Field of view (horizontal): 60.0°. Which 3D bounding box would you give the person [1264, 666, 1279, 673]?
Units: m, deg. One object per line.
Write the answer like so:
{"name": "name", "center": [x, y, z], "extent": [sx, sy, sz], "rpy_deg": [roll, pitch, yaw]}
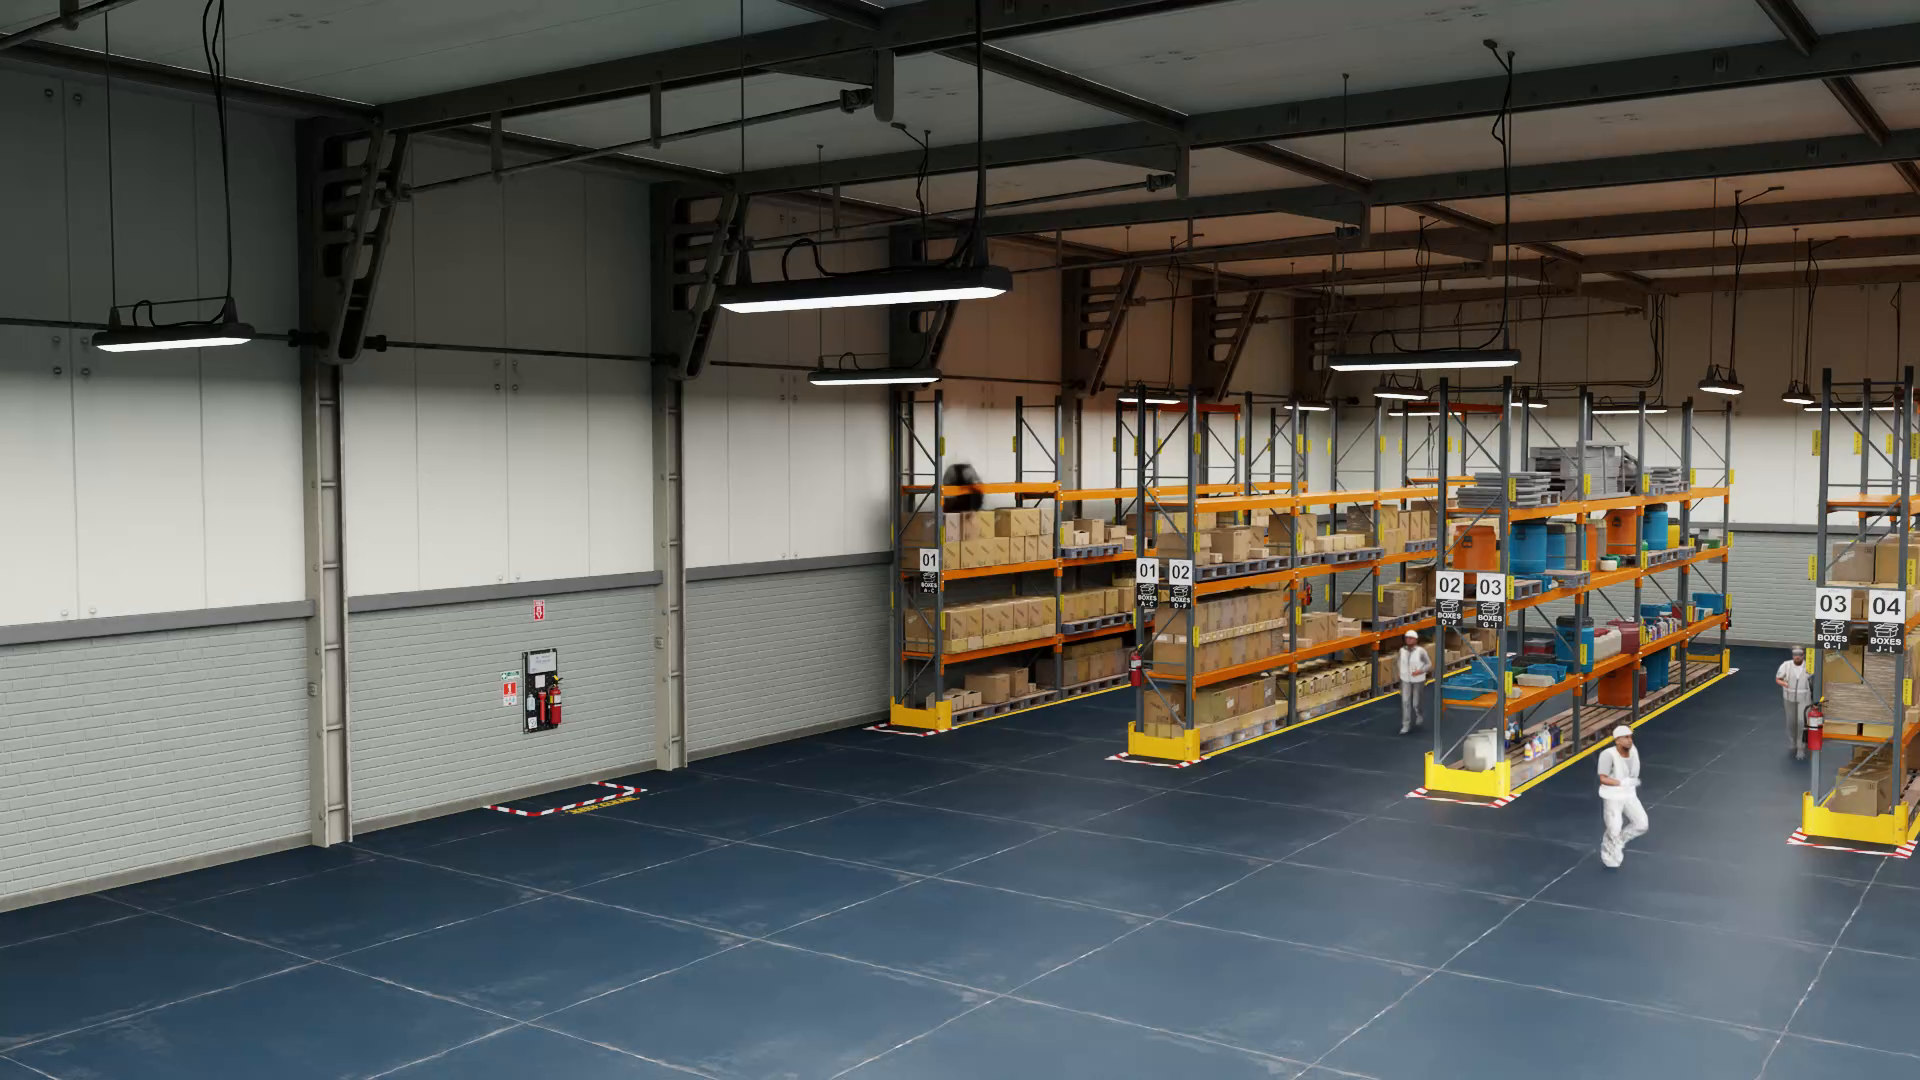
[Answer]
{"name": "person", "center": [6.462, 2.252, 34.310], "extent": [0.566, 1.626, 0.596], "rpy_deg": [2, 4, 36]}

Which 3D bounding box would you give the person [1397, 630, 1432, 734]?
{"name": "person", "center": [7.963, 2.471, 29.184], "extent": [0.652, 1.792, 0.827], "rpy_deg": [2, 4, 33]}

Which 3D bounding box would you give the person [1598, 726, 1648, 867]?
{"name": "person", "center": [7.783, 3.022, 19.494], "extent": [0.726, 1.722, 0.728], "rpy_deg": [-1, 3, -19]}

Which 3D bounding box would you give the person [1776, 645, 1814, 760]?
{"name": "person", "center": [13.578, 2.596, 26.986], "extent": [0.608, 1.813, 0.876], "rpy_deg": [2, 4, 35]}
